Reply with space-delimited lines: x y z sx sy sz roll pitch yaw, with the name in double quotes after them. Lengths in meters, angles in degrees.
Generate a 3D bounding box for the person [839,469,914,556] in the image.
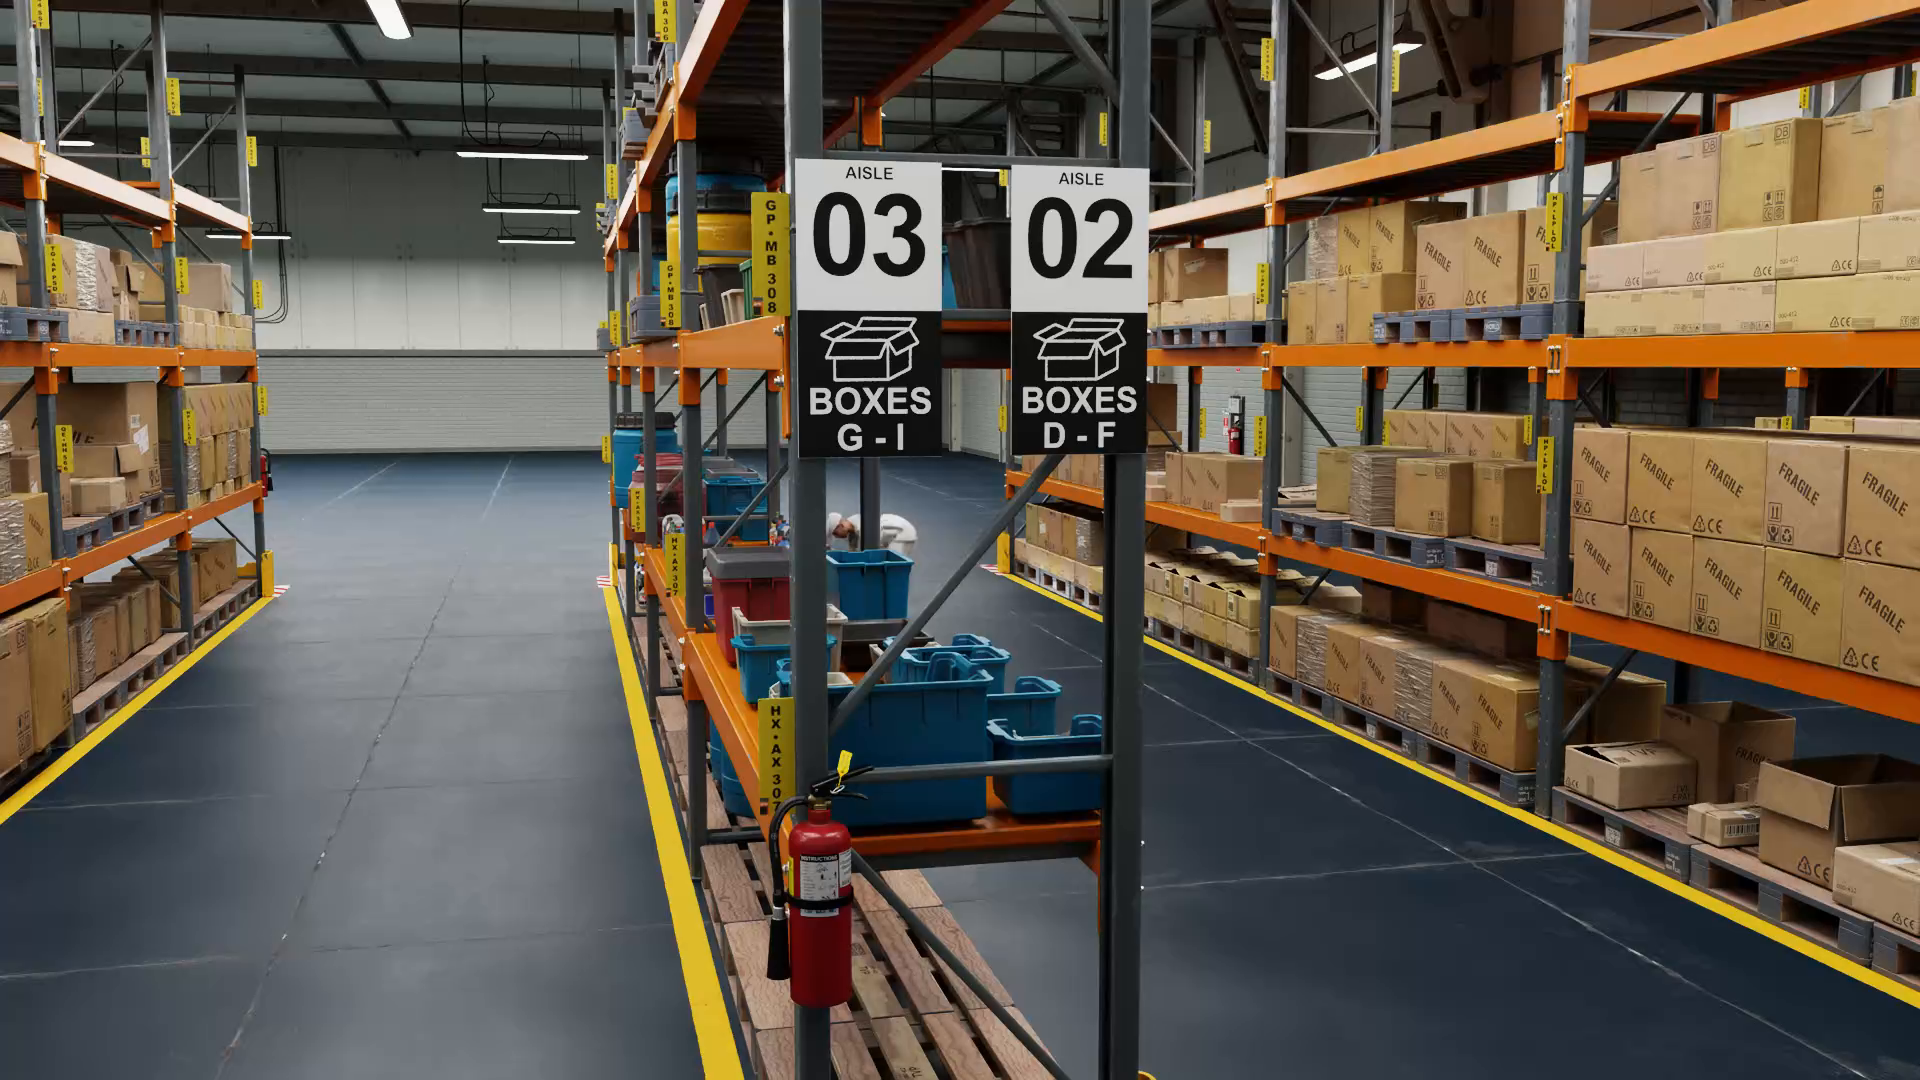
-0.854 0.078 16.916 0.771 1.602 0.481 -2 6 -15 "person"
